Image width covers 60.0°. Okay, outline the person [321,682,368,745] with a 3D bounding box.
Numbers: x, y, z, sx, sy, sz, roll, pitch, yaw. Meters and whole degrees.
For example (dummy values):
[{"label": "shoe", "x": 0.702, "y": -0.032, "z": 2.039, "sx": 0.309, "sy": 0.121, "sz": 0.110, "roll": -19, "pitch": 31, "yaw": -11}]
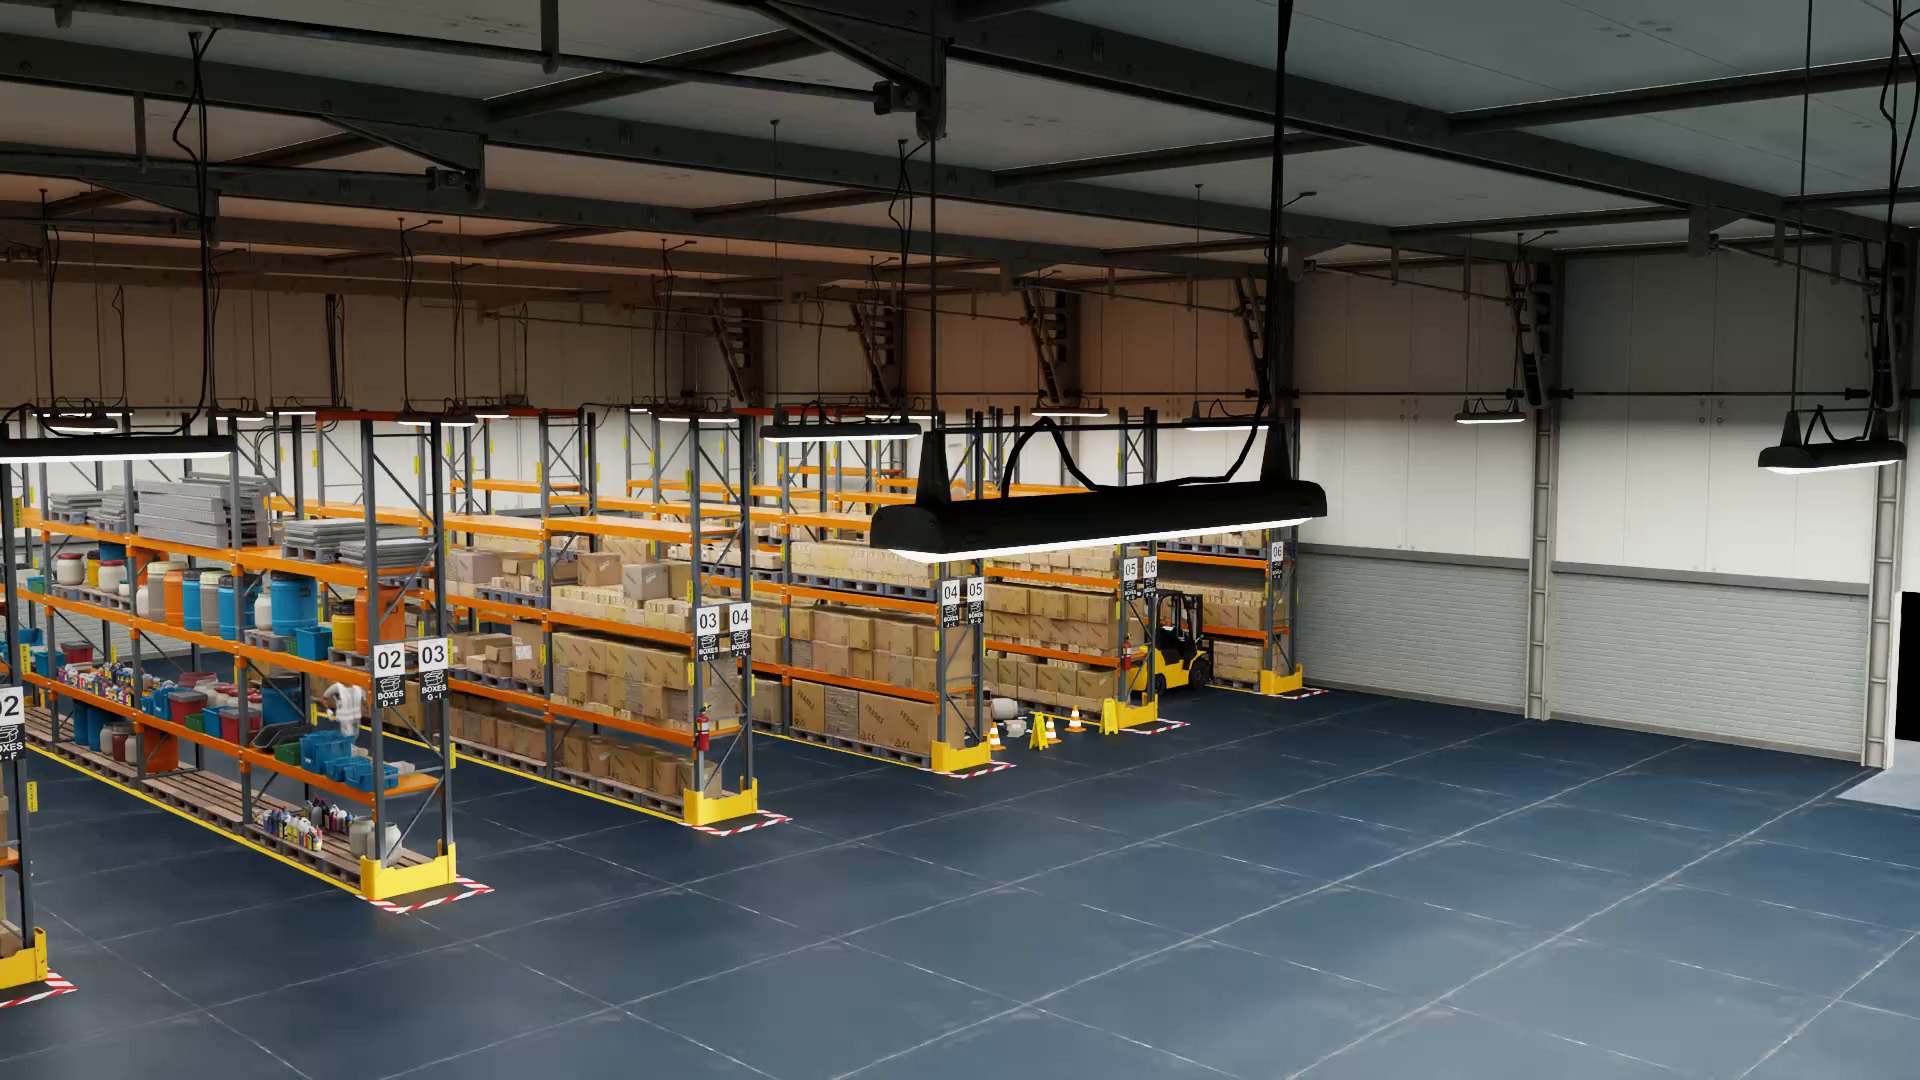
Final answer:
[{"label": "person", "x": -10.112, "y": 2.981, "z": 27.509, "sx": 0.934, "sy": 1.804, "sz": 0.678, "roll": 4, "pitch": 6, "yaw": 35}]
